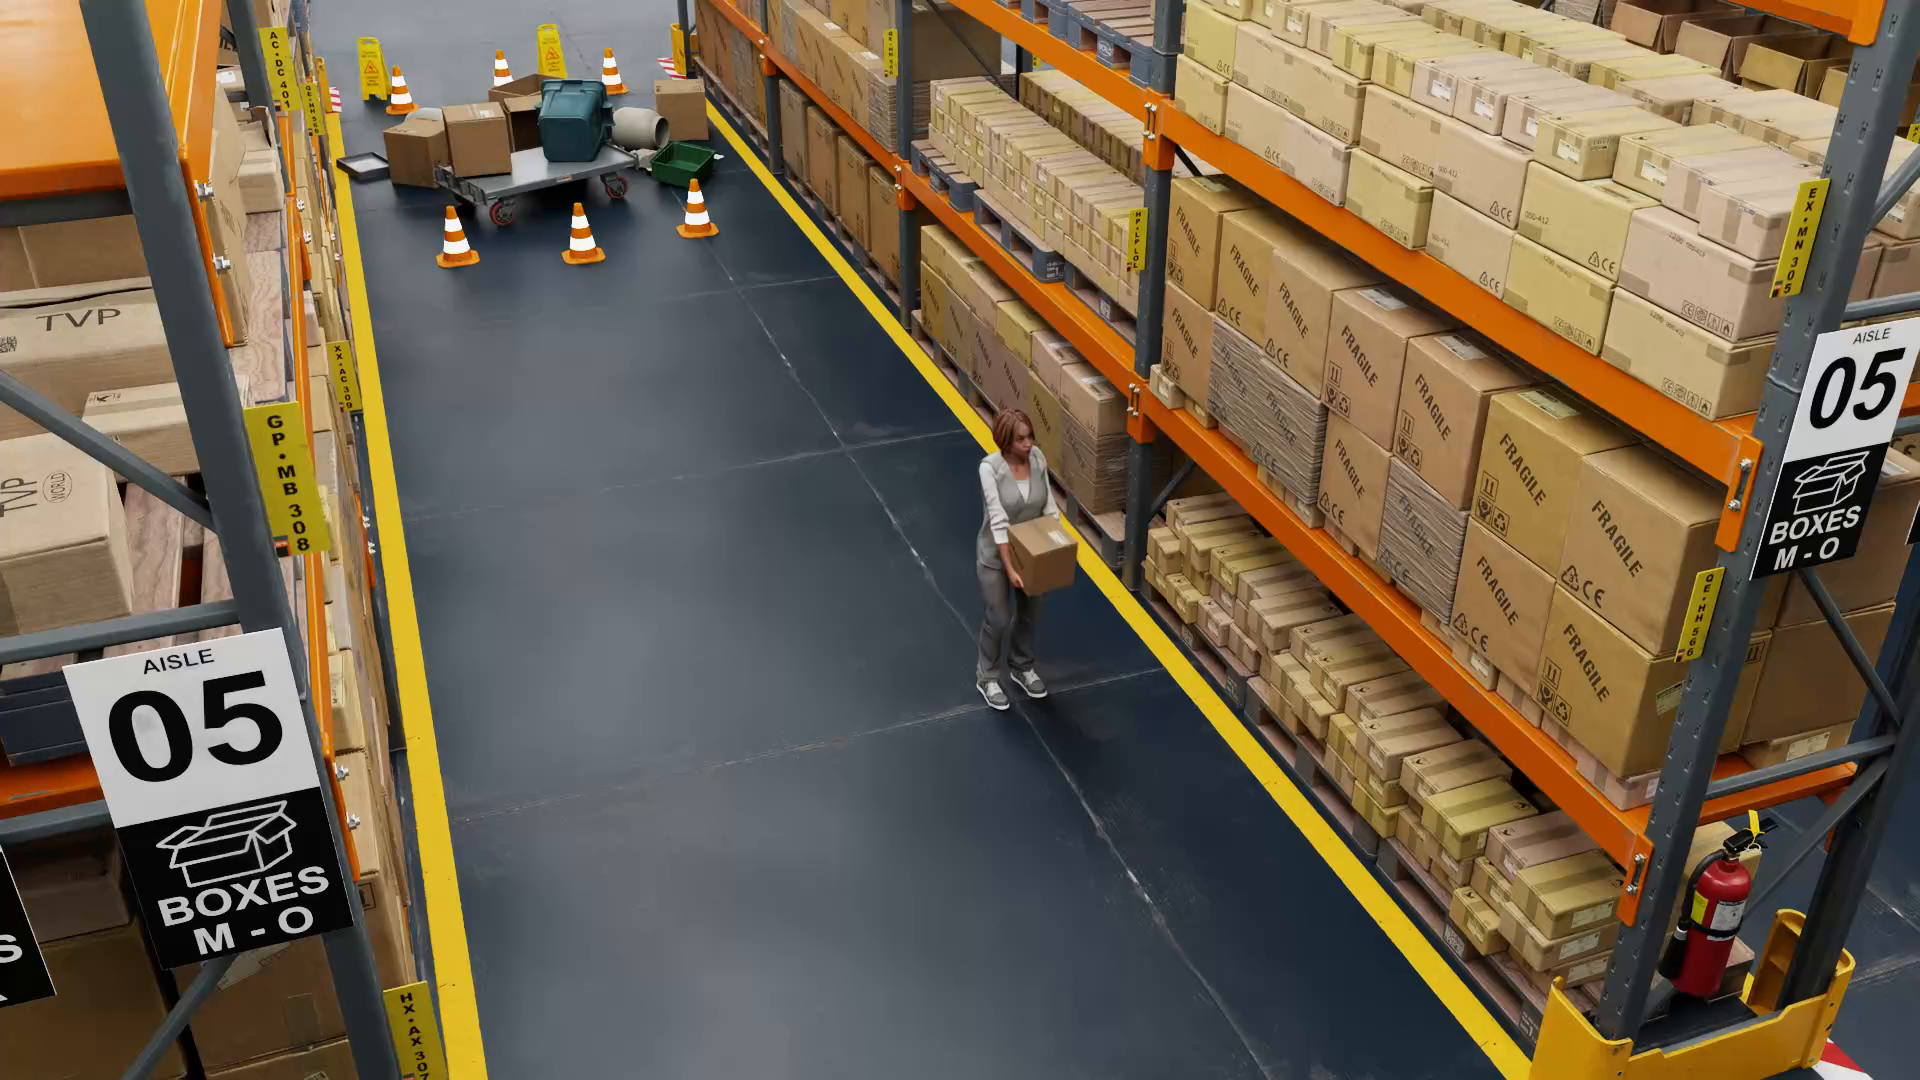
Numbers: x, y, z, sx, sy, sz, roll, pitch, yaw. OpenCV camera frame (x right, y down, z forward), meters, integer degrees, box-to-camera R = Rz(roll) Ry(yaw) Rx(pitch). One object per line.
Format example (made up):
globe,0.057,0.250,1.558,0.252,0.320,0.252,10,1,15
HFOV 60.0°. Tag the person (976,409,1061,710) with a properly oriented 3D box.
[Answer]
person,0.301,0.125,8.132,0.375,1.599,0.500,-16,34,-25
